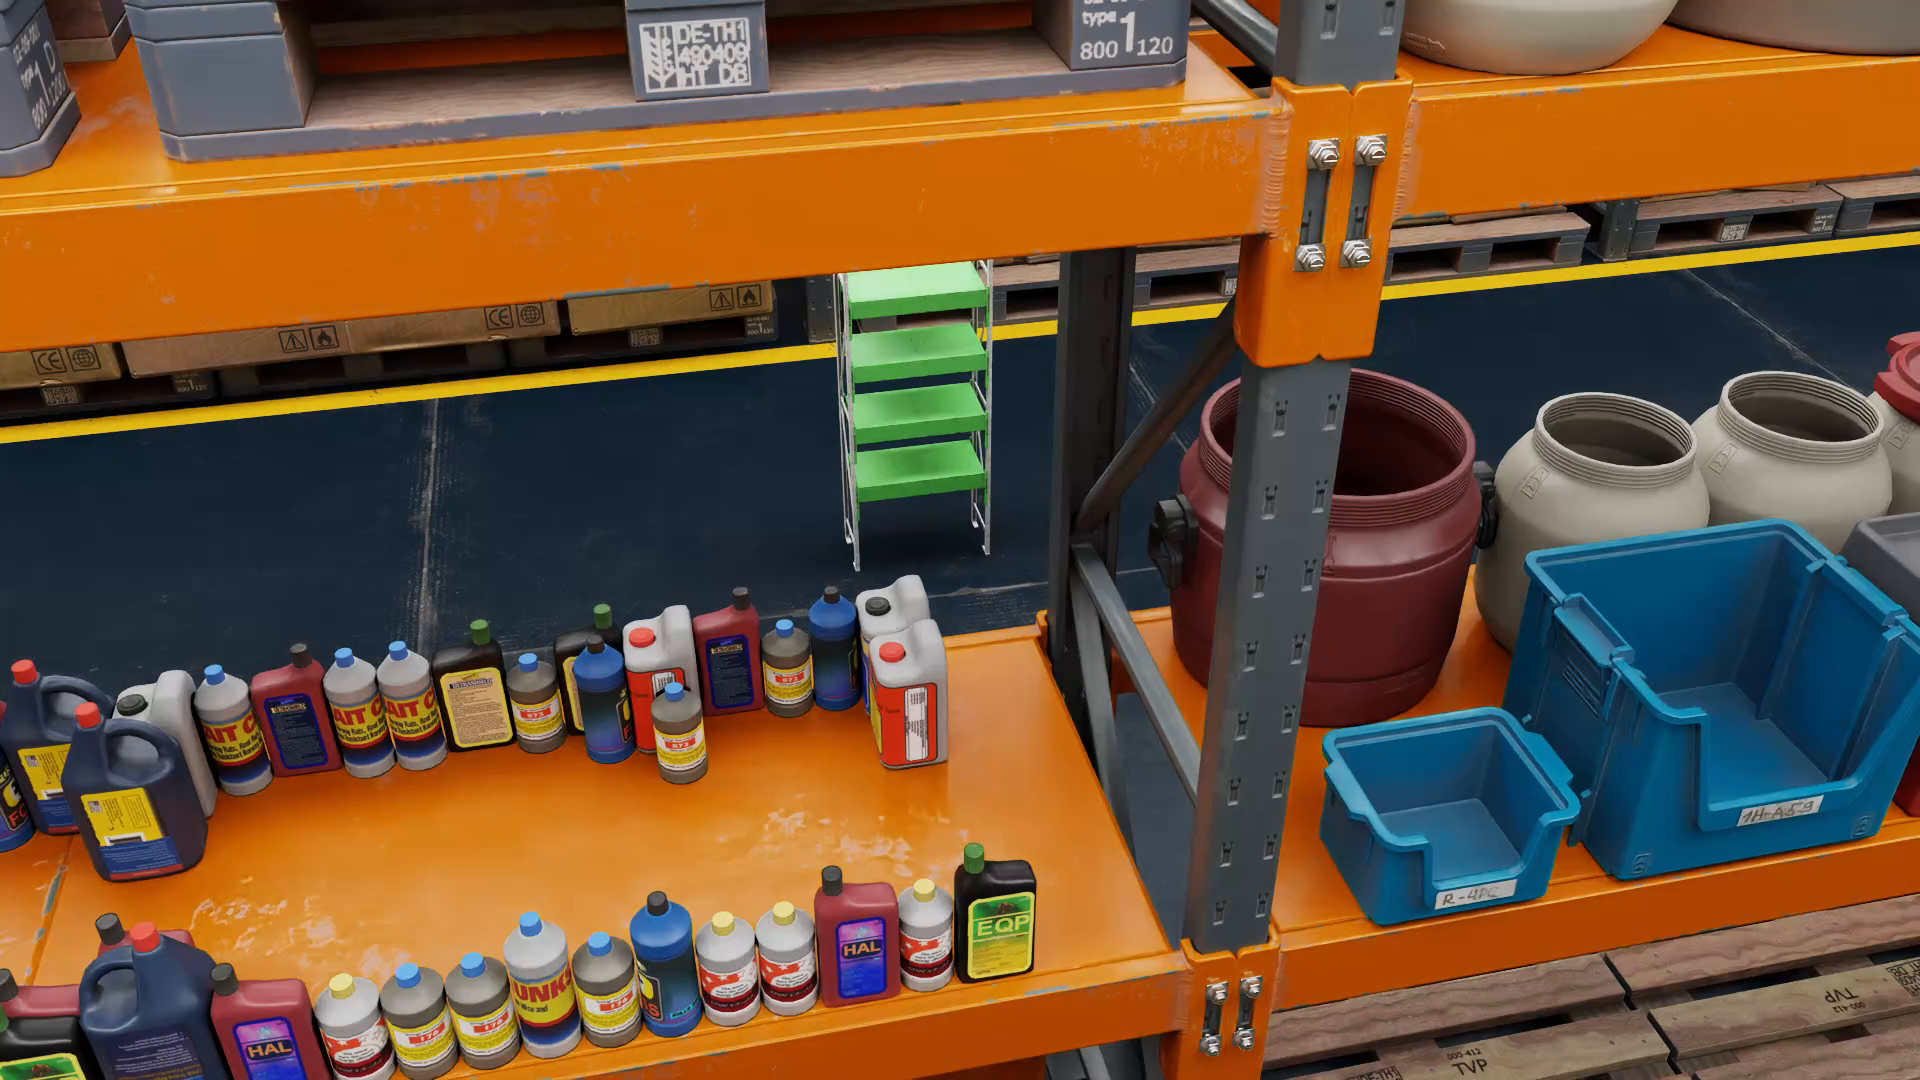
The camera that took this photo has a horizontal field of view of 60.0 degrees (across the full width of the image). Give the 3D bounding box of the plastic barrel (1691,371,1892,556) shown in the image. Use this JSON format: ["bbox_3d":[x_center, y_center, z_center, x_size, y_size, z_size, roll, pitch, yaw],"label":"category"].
[{"bbox_3d":[1.725,-0.061,3.548,0.421,0.512,0.421,0,34,0],"label":"plastic barrel"}]

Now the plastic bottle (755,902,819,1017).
[{"bbox_3d":[-0.284,0.677,2.728,0.097,0.201,0.097,0,34,0],"label":"plastic bottle"}]

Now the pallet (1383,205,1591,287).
[{"bbox_3d":[2.408,-1.649,8.518,1.213,0.211,1.003,-7,35,-11],"label":"pallet"}]

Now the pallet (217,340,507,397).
[{"bbox_3d":[-2.707,-1.050,7.625,1.213,0.211,1.003,-7,35,-11],"label":"pallet"}]

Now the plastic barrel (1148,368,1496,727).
[{"bbox_3d":[0.744,0.002,3.433,0.708,0.536,0.600,-7,35,-11],"label":"plastic barrel"}]

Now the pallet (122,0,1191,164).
[{"bbox_3d":[-0.409,-0.846,2.297,1.213,0.211,1.003,-7,35,-11],"label":"pallet"}]

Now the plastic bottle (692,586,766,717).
[{"bbox_3d":[-0.466,0.222,3.332,0.133,0.283,0.061,-7,35,-11],"label":"plastic bottle"}]

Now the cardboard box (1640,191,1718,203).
[{"bbox_3d":[3.566,-2.067,8.505,0.500,0.500,0.500,-8,35,-12],"label":"cardboard box"}]

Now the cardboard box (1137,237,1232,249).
[{"bbox_3d":[1.004,-1.798,8.086,0.500,0.500,0.700,-4,34,-7],"label":"cardboard box"}]

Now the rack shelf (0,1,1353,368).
[{"bbox_3d":[-1.592,-0.421,2.139,4.000,0.370,1.077,-7,35,-11],"label":"rack shelf"}]

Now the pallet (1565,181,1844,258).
[{"bbox_3d":[3.814,-1.847,8.814,1.213,0.211,1.003,-7,35,-11],"label":"pallet"}]

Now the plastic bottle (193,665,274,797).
[{"bbox_3d":[-1.381,0.352,3.148,0.097,0.271,0.097,0,34,0],"label":"plastic bottle"}]

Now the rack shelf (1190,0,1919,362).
[{"bbox_3d":[2.309,-0.913,2.872,4.000,0.370,1.077,-7,35,-11],"label":"rack shelf"}]

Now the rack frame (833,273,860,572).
[{"bbox_3d":[-0.399,-0.448,5.841,0.015,1.200,0.240,-7,35,-11],"label":"rack frame"}]

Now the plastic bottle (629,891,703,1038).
[{"bbox_3d":[-0.474,0.672,2.673,0.097,0.271,0.097,0,34,0],"label":"plastic bottle"}]

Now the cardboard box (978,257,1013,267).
[{"bbox_3d":[-0.085,-1.650,7.865,0.500,0.500,0.700,-9,35,-13],"label":"cardboard box"}]

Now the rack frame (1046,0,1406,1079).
[{"bbox_3d":[0.358,0.280,3.141,0.127,3.000,1.000,-7,35,-11],"label":"rack frame"}]

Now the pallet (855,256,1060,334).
[{"bbox_3d":[0.028,-1.349,8.071,1.213,0.211,1.003,-7,35,-11],"label":"pallet"}]

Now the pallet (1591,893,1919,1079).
[{"bbox_3d":[2.310,1.216,4.249,1.213,0.211,1.003,-7,35,-11],"label":"pallet"}]

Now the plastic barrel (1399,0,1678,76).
[{"bbox_3d":[0.729,-0.884,2.082,0.421,0.512,0.421,0,34,0],"label":"plastic barrel"}]

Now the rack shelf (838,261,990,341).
[{"bbox_3d":[-0.161,-0.823,5.653,0.480,0.148,0.258,-7,35,-11],"label":"rack shelf"}]

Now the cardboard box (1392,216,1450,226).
[{"bbox_3d":[2.094,-1.936,8.292,0.500,0.500,0.700,-7,35,-11],"label":"cardboard box"}]

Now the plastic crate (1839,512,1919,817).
[{"bbox_3d":[2.002,0.221,3.171,0.583,0.464,0.402,-7,35,-11],"label":"plastic crate"}]

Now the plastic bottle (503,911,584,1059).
[{"bbox_3d":[-0.664,0.696,2.637,0.097,0.271,0.097,0,34,0],"label":"plastic bottle"}]

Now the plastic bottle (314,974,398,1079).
[{"bbox_3d":[-0.948,0.761,2.603,0.097,0.201,0.097,0,34,0],"label":"plastic bottle"}]

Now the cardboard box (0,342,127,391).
[{"bbox_3d":[-4.016,-1.302,7.028,0.875,0.875,1.225,-7,35,-10],"label":"cardboard box"}]

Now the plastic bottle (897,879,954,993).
[{"bbox_3d":[-0.059,0.648,2.770,0.097,0.201,0.097,0,34,0],"label":"plastic bottle"}]

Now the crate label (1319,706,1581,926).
[{"bbox_3d":[0.852,0.502,2.961,0.416,0.233,0.303,-7,35,-11],"label":"crate label"}]

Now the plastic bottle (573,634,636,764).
[{"bbox_3d":[-0.692,0.300,3.226,0.097,0.271,0.097,0,34,0],"label":"plastic bottle"}]

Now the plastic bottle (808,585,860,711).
[{"bbox_3d":[-0.254,0.210,3.360,0.097,0.271,0.097,0,34,0],"label":"plastic bottle"}]

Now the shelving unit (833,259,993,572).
[{"bbox_3d":[-0.161,-0.478,5.885,0.503,1.200,0.258,-7,35,-11],"label":"shelving unit"}]

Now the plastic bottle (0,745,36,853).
[{"bbox_3d":[-1.774,0.437,3.023,0.097,0.271,0.097,0,34,0],"label":"plastic bottle"}]

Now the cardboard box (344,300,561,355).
[{"bbox_3d":[-2.283,-1.525,7.361,0.875,0.875,1.225,-7,35,-10],"label":"cardboard box"}]

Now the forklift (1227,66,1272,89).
[{"bbox_3d":[1.916,-4.077,9.695,3.031,2.935,1.130,-7,34,-10],"label":"forklift"}]

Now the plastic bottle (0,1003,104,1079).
[{"bbox_3d":[-1.367,0.790,2.486,0.133,0.283,0.061,-7,35,-11],"label":"plastic bottle"}]

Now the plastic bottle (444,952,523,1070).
[{"bbox_3d":[-0.758,0.737,2.639,0.097,0.201,0.097,0,34,0],"label":"plastic bottle"}]

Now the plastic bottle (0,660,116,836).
[{"bbox_3d":[-1.644,0.366,3.057,0.185,0.351,0.144,-7,35,-11],"label":"plastic bottle"}]

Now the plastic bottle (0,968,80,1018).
[{"bbox_3d":[-1.381,0.757,2.535,0.133,0.283,0.061,-7,35,-11],"label":"plastic bottle"}]

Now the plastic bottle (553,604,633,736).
[{"bbox_3d":[-0.727,0.255,3.283,0.133,0.283,0.061,-7,35,-11],"label":"plastic bottle"}]

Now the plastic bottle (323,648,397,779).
[{"bbox_3d":[-1.156,0.324,3.191,0.097,0.271,0.097,0,34,0],"label":"plastic bottle"}]

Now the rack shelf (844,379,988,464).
[{"bbox_3d":[-0.161,-0.425,5.921,0.480,0.148,0.258,-7,35,-11],"label":"rack shelf"}]

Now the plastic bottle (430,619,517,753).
[{"bbox_3d":[-0.952,0.283,3.241,0.133,0.283,0.061,-7,35,-11],"label":"plastic bottle"}]

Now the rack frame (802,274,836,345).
[{"bbox_3d":[-0.734,-2.412,7.152,0.127,3.000,1.000,-7,35,-11],"label":"rack frame"}]

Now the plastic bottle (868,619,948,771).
[{"bbox_3d":[-0.101,0.292,3.235,0.135,0.276,0.152,-7,35,-11],"label":"plastic bottle"}]
